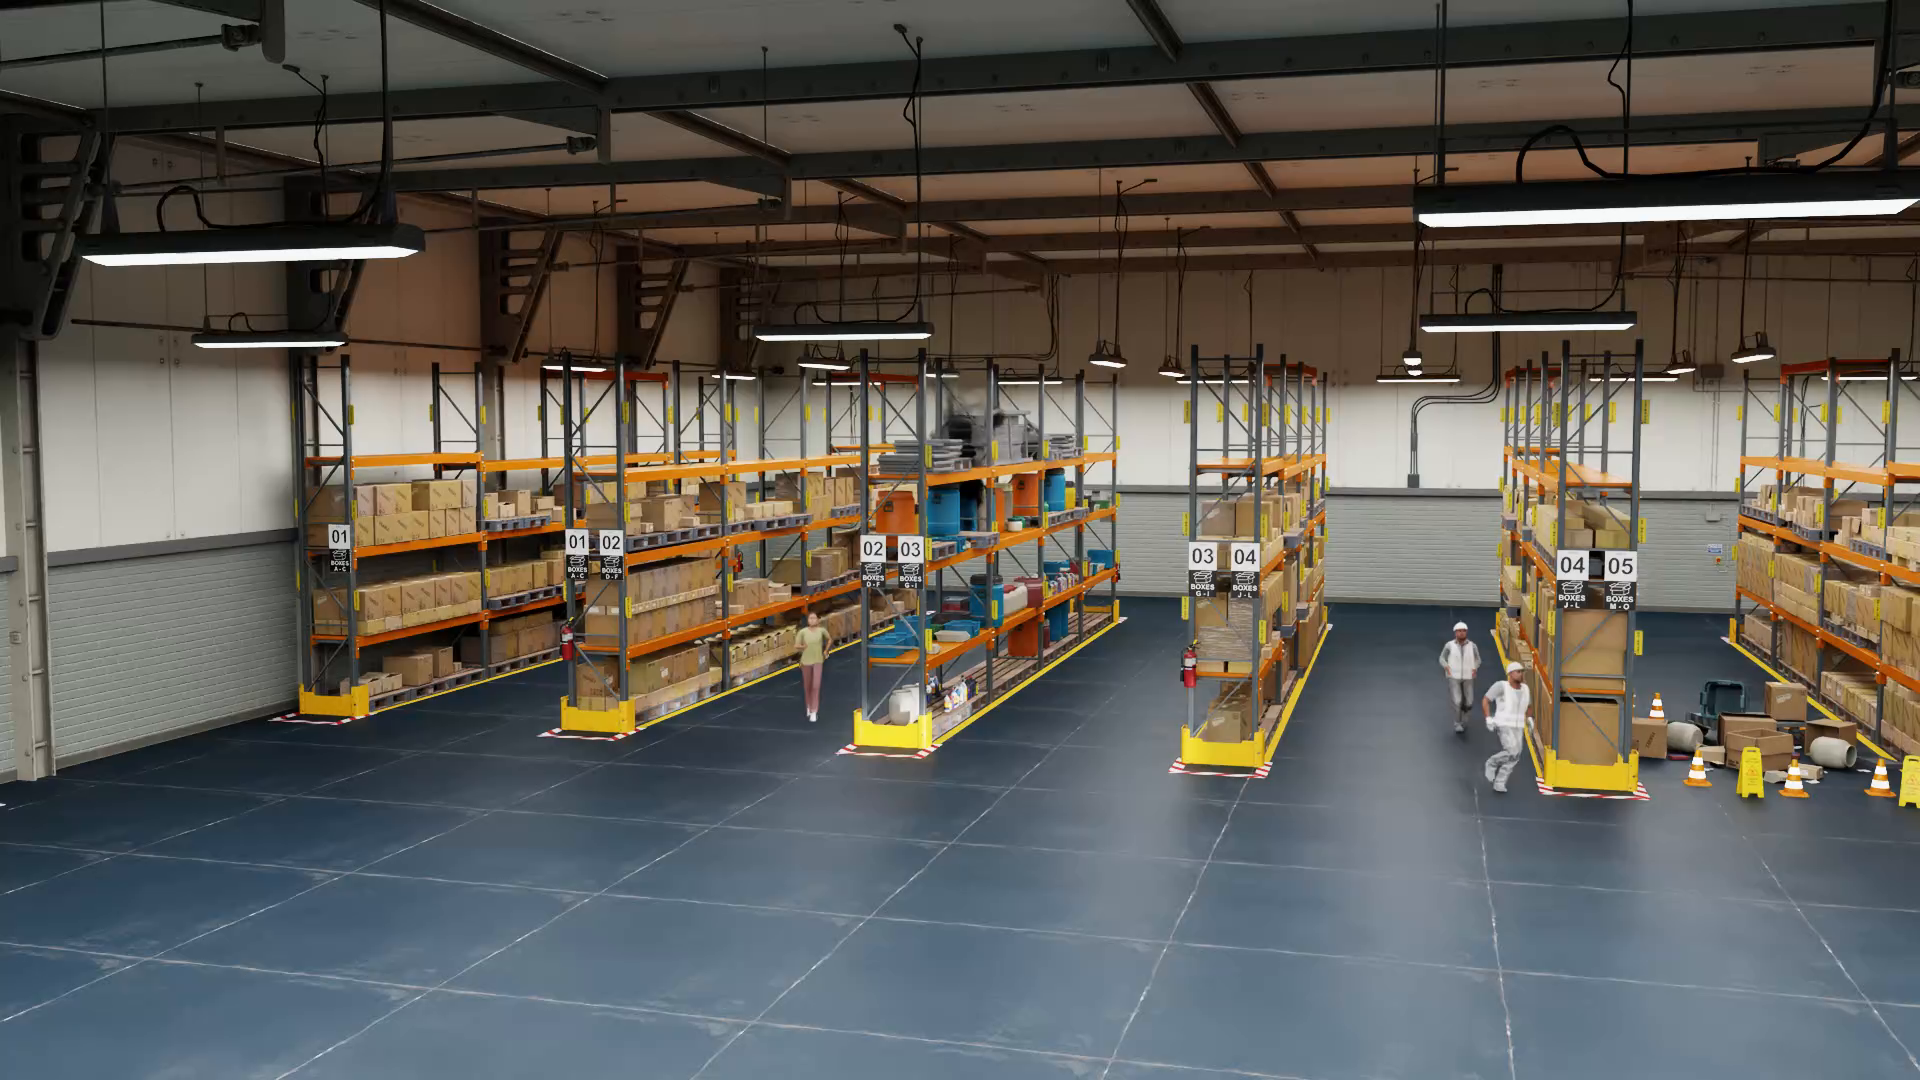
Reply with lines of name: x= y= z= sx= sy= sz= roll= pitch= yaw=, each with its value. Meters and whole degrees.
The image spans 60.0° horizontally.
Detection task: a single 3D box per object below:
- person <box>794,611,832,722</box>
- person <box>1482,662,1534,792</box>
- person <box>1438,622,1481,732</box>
person: x=-2.302 y=1.958 z=25.938 sx=0.583 sy=1.706 sz=0.879 roll=0 pitch=4 yaw=-1
person: x=7.362 y=2.490 z=22.155 sx=0.715 sy=1.719 sz=0.536 roll=-2 pitch=5 yaw=-20
person: x=7.928 y=2.165 z=26.369 sx=0.657 sy=1.721 sz=0.612 roll=1 pitch=4 yaw=8
